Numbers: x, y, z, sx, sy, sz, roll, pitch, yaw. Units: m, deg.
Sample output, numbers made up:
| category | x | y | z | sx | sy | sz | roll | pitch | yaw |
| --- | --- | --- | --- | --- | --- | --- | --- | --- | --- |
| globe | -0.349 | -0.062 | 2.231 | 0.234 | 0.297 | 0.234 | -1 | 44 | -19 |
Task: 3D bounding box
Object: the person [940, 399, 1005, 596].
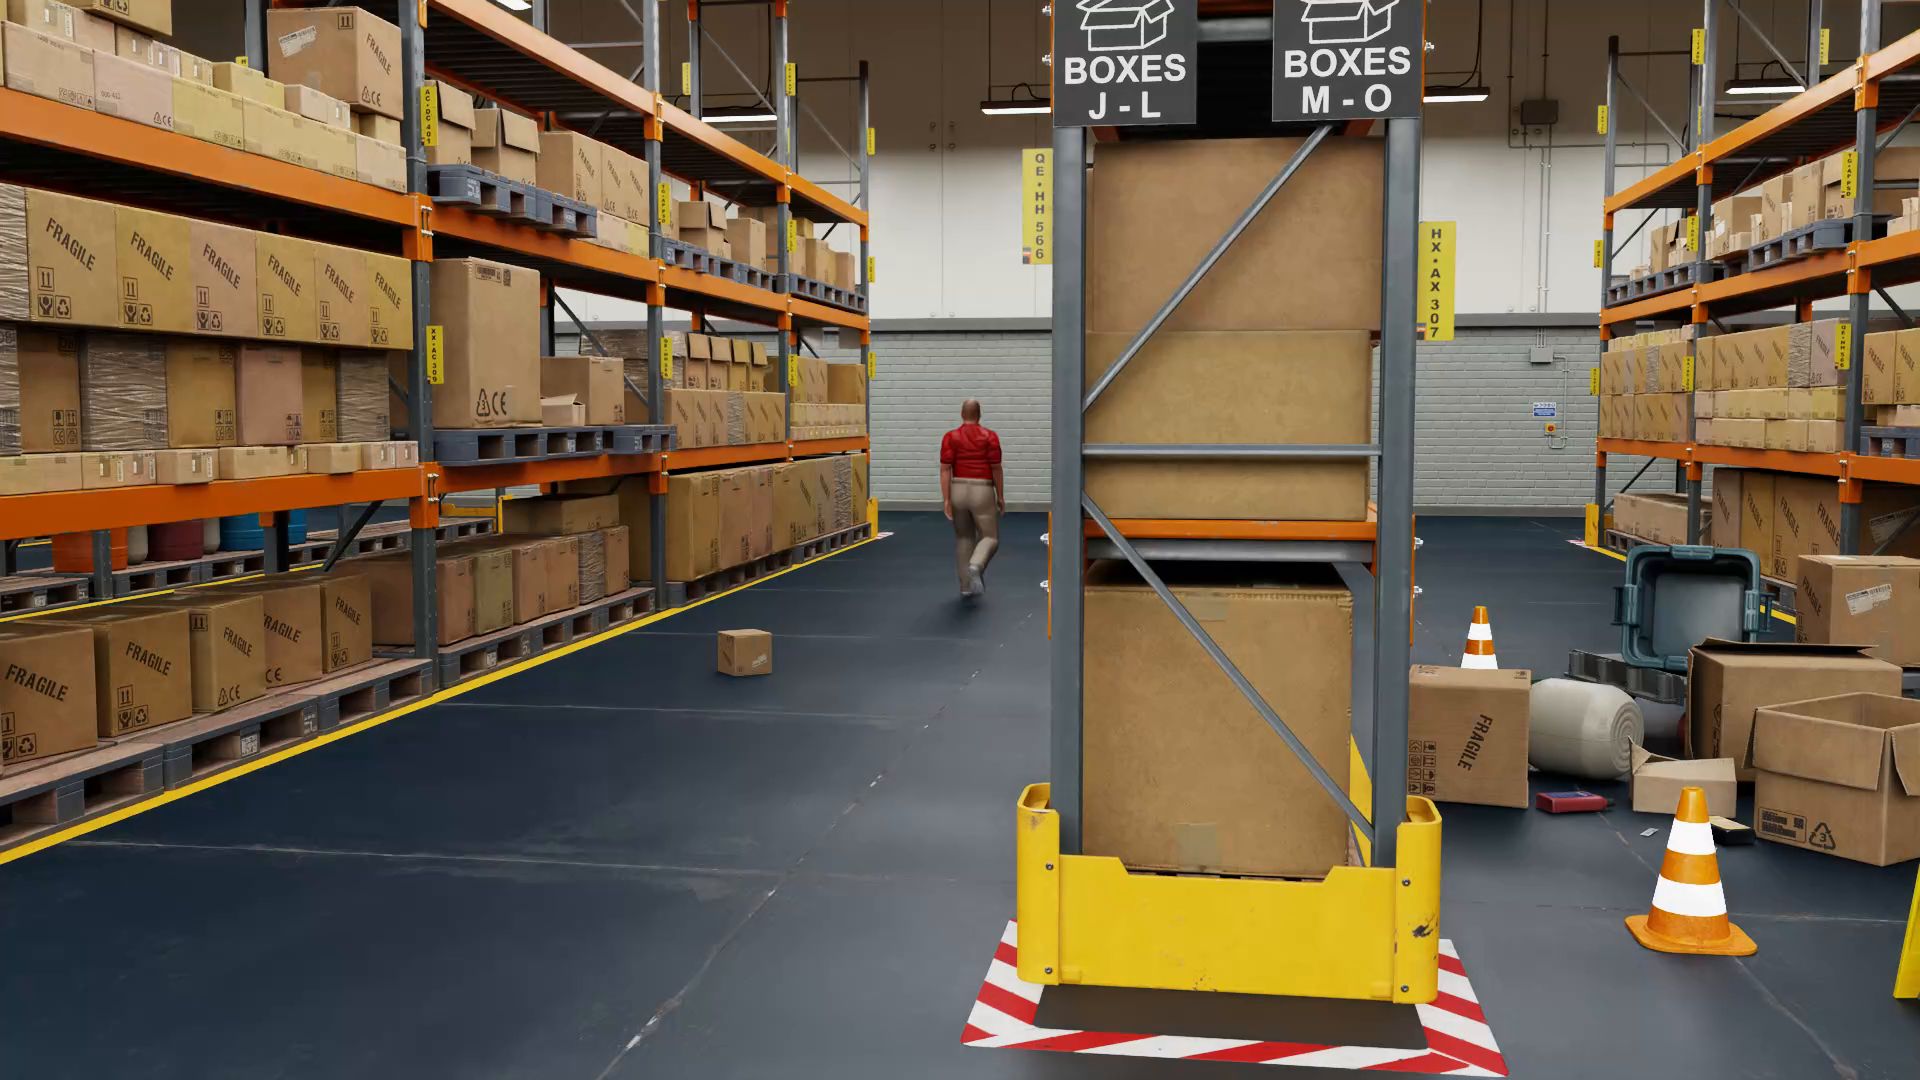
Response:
| category | x | y | z | sx | sy | sz | roll | pitch | yaw |
| --- | --- | --- | --- | --- | --- | --- | --- | --- | --- |
| person | 0.105 | -0.355 | 14.195 | 0.524 | 1.693 | 0.815 | 1 | 5 | 16 |
